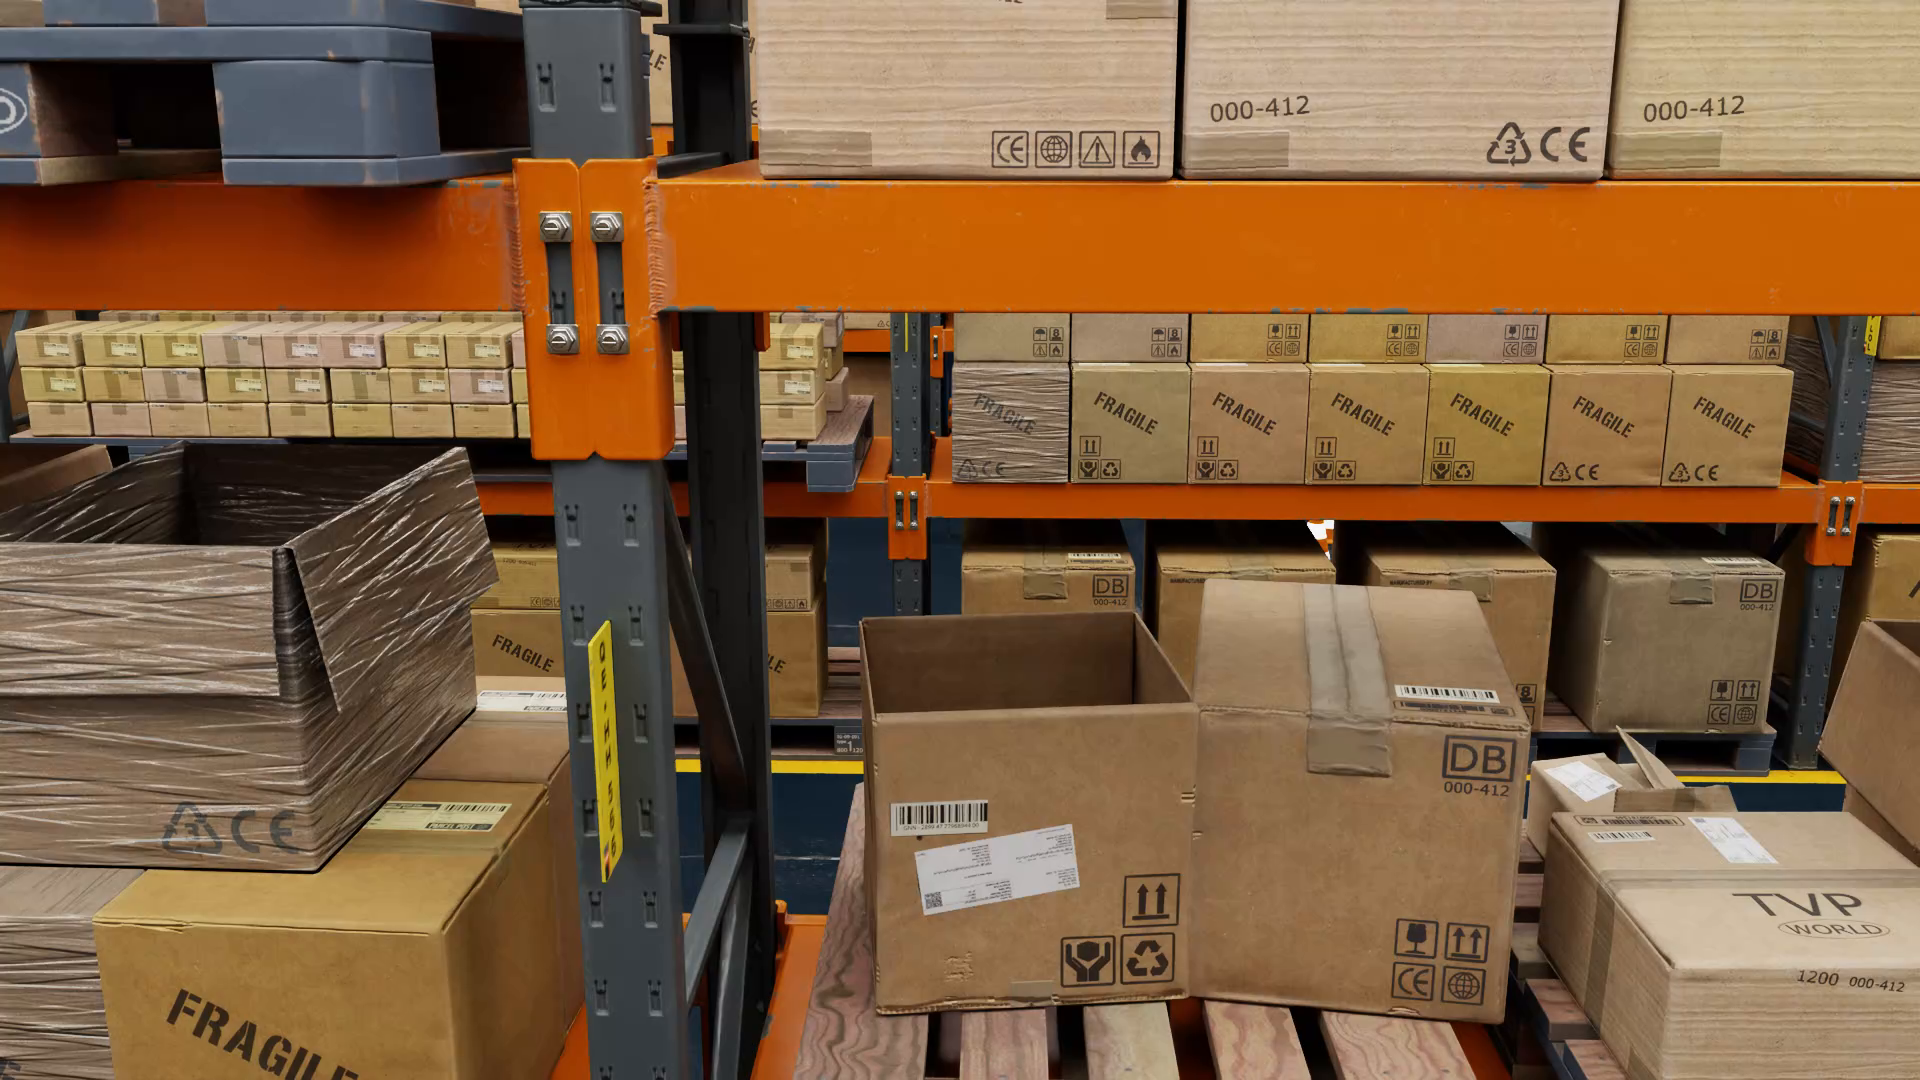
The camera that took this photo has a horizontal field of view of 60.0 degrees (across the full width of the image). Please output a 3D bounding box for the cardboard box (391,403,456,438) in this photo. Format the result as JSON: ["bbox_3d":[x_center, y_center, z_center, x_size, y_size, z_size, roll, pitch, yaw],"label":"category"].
[{"bbox_3d":[-2.278,-0.550,7.214,0.250,0.149,0.380,0,15,-1],"label":"cardboard box"}]

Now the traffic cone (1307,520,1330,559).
[{"bbox_3d":[2.214,0.020,10.358,0.334,0.463,0.336,0,15,1],"label":"traffic cone"}]

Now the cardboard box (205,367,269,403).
[{"bbox_3d":[-3.059,-0.699,7.197,0.250,0.149,0.380,0,15,-1],"label":"cardboard box"}]

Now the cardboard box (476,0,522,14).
[{"bbox_3d":[-1.796,-2.014,7.017,0.500,0.500,0.500,0,15,1],"label":"cardboard box"}]

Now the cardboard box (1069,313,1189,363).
[{"bbox_3d":[0.735,-1.095,7.456,0.500,0.500,0.700,0,15,1],"label":"cardboard box"}]

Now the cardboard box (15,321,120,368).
[{"bbox_3d":[-3.836,-0.847,7.175,0.250,0.149,0.380,1,15,4],"label":"cardboard box"}]

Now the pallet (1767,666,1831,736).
[{"bbox_3d":[4.538,0.827,7.790,1.213,0.211,1.003,0,15,1],"label":"pallet"}]

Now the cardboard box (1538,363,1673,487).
[{"bbox_3d":[2.746,-0.533,7.283,0.500,0.500,0.500,0,15,1],"label":"cardboard box"}]

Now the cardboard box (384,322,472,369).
[{"bbox_3d":[-2.273,-0.838,7.141,0.250,0.149,0.380,1,15,3],"label":"cardboard box"}]

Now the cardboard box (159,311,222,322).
[{"bbox_3d":[-3.543,-1.013,7.802,0.250,0.149,0.380,0,15,0],"label":"cardboard box"}]

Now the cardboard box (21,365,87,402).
[{"bbox_3d":[-3.836,-0.704,7.213,0.250,0.149,0.380,1,15,2],"label":"cardboard box"}]

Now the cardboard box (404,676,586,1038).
[{"bbox_3d":[-0.926,0.571,3.098,0.500,0.500,0.500,1,15,3],"label":"cardboard box"}]

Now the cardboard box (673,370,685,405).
[{"bbox_3d":[-1.255,-0.687,7.149,0.250,0.149,0.380,1,15,3],"label":"cardboard box"}]

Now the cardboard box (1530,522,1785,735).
[{"bbox_3d":[3.157,0.358,7.691,0.750,0.750,1.050,0,15,1],"label":"cardboard box"}]

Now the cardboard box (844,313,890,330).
[{"bbox_3d":[-0.706,-1.700,12.196,0.500,0.250,0.500,0,15,-1],"label":"cardboard box"}]

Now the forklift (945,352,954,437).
[{"bbox_3d":[0.913,-2.198,13.926,3.031,2.935,1.130,1,15,2],"label":"forklift"}]

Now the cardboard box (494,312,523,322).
[{"bbox_3d":[-1.990,-1.002,7.760,0.250,0.149,0.380,1,15,3],"label":"cardboard box"}]

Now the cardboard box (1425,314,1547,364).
[{"bbox_3d":[2.264,-1.086,7.419,0.500,0.500,0.700,0,15,2],"label":"cardboard box"}]

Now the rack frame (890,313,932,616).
[{"bbox_3d":[-0.219,-0.572,7.628,0.127,3.000,1.000,0,15,1],"label":"rack frame"}]

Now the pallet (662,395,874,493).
[{"bbox_3d":[-0.934,-0.457,7.567,1.003,0.211,1.213,0,15,1],"label":"pallet"}]

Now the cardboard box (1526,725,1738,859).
[{"bbox_3d":[1.227,0.496,3.019,0.258,0.266,0.396,0,15,0],"label":"cardboard box"}]

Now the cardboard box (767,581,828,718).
[{"bbox_3d":[-0.884,0.496,7.657,0.500,0.500,0.500,0,15,1],"label":"cardboard box"}]

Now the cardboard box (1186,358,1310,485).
[{"bbox_3d":[1.235,-0.543,7.320,0.500,0.500,0.500,0,15,1],"label":"cardboard box"}]

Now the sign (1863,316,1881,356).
[{"bbox_3d":[3.776,-0.929,6.867,0.005,0.325,0.100,0,15,1],"label":"sign"}]

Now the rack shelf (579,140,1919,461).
[{"bbox_3d":[1.553,-0.397,2.496,4.000,0.370,1.077,0,15,1],"label":"rack shelf"}]

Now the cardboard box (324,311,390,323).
[{"bbox_3d":[-2.777,-1.007,7.778,0.250,0.149,0.380,0,15,0],"label":"cardboard box"}]

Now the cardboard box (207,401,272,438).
[{"bbox_3d":[-3.058,-0.555,7.232,0.250,0.149,0.380,1,15,2],"label":"cardboard box"}]

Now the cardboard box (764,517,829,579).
[{"bbox_3d":[-0.902,0.005,8.049,0.500,0.250,0.500,0,15,-1],"label":"cardboard box"}]

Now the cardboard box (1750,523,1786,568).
[{"bbox_3d":[5.048,-0.011,10.130,0.503,0.637,0.797,0,15,1],"label":"cardboard box"}]

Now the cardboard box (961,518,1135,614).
[{"bbox_3d":[0.387,0.340,7.759,0.750,0.750,1.050,0,15,1],"label":"cardboard box"}]

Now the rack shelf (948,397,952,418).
[{"bbox_3d":[0.014,-0.885,11.106,0.180,0.103,0.258,0,15,1],"label":"rack shelf"}]

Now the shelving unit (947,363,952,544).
[{"bbox_3d":[0.014,-0.580,11.187,0.189,1.200,0.258,0,15,1],"label":"shelving unit"}]

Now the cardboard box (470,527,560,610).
[{"bbox_3d":[-1.922,0.126,7.591,0.500,0.250,0.500,1,15,3],"label":"cardboard box"}]

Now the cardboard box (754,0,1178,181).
[{"bbox_3d":[0.017,-0.618,2.215,0.500,0.250,0.500,1,15,2],"label":"cardboard box"}]

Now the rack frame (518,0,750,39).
[{"bbox_3d":[-0.447,-2.208,2.071,0.127,3.000,1.000,0,15,1],"label":"rack frame"}]

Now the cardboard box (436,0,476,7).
[{"bbox_3d":[-1.058,-0.997,2.332,0.637,0.503,0.797,1,15,5],"label":"cardboard box"}]

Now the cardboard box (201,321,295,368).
[{"bbox_3d":[-3.051,-0.843,7.157,0.250,0.149,0.380,0,15,1],"label":"cardboard box"}]

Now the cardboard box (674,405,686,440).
[{"bbox_3d":[-1.229,-0.543,7.188,0.250,0.149,0.380,1,15,2],"label":"cardboard box"}]

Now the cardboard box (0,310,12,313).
[{"bbox_3d":[-4.663,-1.339,7.795,0.500,0.500,0.500,1,15,3],"label":"cardboard box"}]

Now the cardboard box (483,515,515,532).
[{"bbox_3d":[-2.424,-0.008,8.097,0.500,0.250,0.500,0,15,-1],"label":"cardboard box"}]

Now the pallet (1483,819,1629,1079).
[{"bbox_3d":[1.533,0.787,2.851,1.213,0.211,1.003,0,15,1],"label":"pallet"}]

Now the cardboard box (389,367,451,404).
[{"bbox_3d":[-2.272,-0.694,7.176,0.250,0.149,0.380,0,15,0],"label":"cardboard box"}]

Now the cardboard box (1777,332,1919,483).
[{"bbox_3d":[4.149,-0.619,7.512,0.550,0.550,0.875,0,15,1],"label":"cardboard box"}]

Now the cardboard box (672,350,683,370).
[{"bbox_3d":[-1.234,-0.831,7.114,0.250,0.149,0.380,1,15,3],"label":"cardboard box"}]

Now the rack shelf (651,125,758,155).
[{"bbox_3d":[-2.218,-1.688,7.386,4.000,0.370,1.077,0,15,1],"label":"rack shelf"}]

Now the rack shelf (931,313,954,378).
[{"bbox_3d":[1.806,-1.474,12.457,4.000,0.370,1.077,0,15,1],"label":"rack shelf"}]

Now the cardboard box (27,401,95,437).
[{"bbox_3d":[-3.836,-0.560,7.251,0.250,0.149,0.380,0,15,-1],"label":"cardboard box"}]
